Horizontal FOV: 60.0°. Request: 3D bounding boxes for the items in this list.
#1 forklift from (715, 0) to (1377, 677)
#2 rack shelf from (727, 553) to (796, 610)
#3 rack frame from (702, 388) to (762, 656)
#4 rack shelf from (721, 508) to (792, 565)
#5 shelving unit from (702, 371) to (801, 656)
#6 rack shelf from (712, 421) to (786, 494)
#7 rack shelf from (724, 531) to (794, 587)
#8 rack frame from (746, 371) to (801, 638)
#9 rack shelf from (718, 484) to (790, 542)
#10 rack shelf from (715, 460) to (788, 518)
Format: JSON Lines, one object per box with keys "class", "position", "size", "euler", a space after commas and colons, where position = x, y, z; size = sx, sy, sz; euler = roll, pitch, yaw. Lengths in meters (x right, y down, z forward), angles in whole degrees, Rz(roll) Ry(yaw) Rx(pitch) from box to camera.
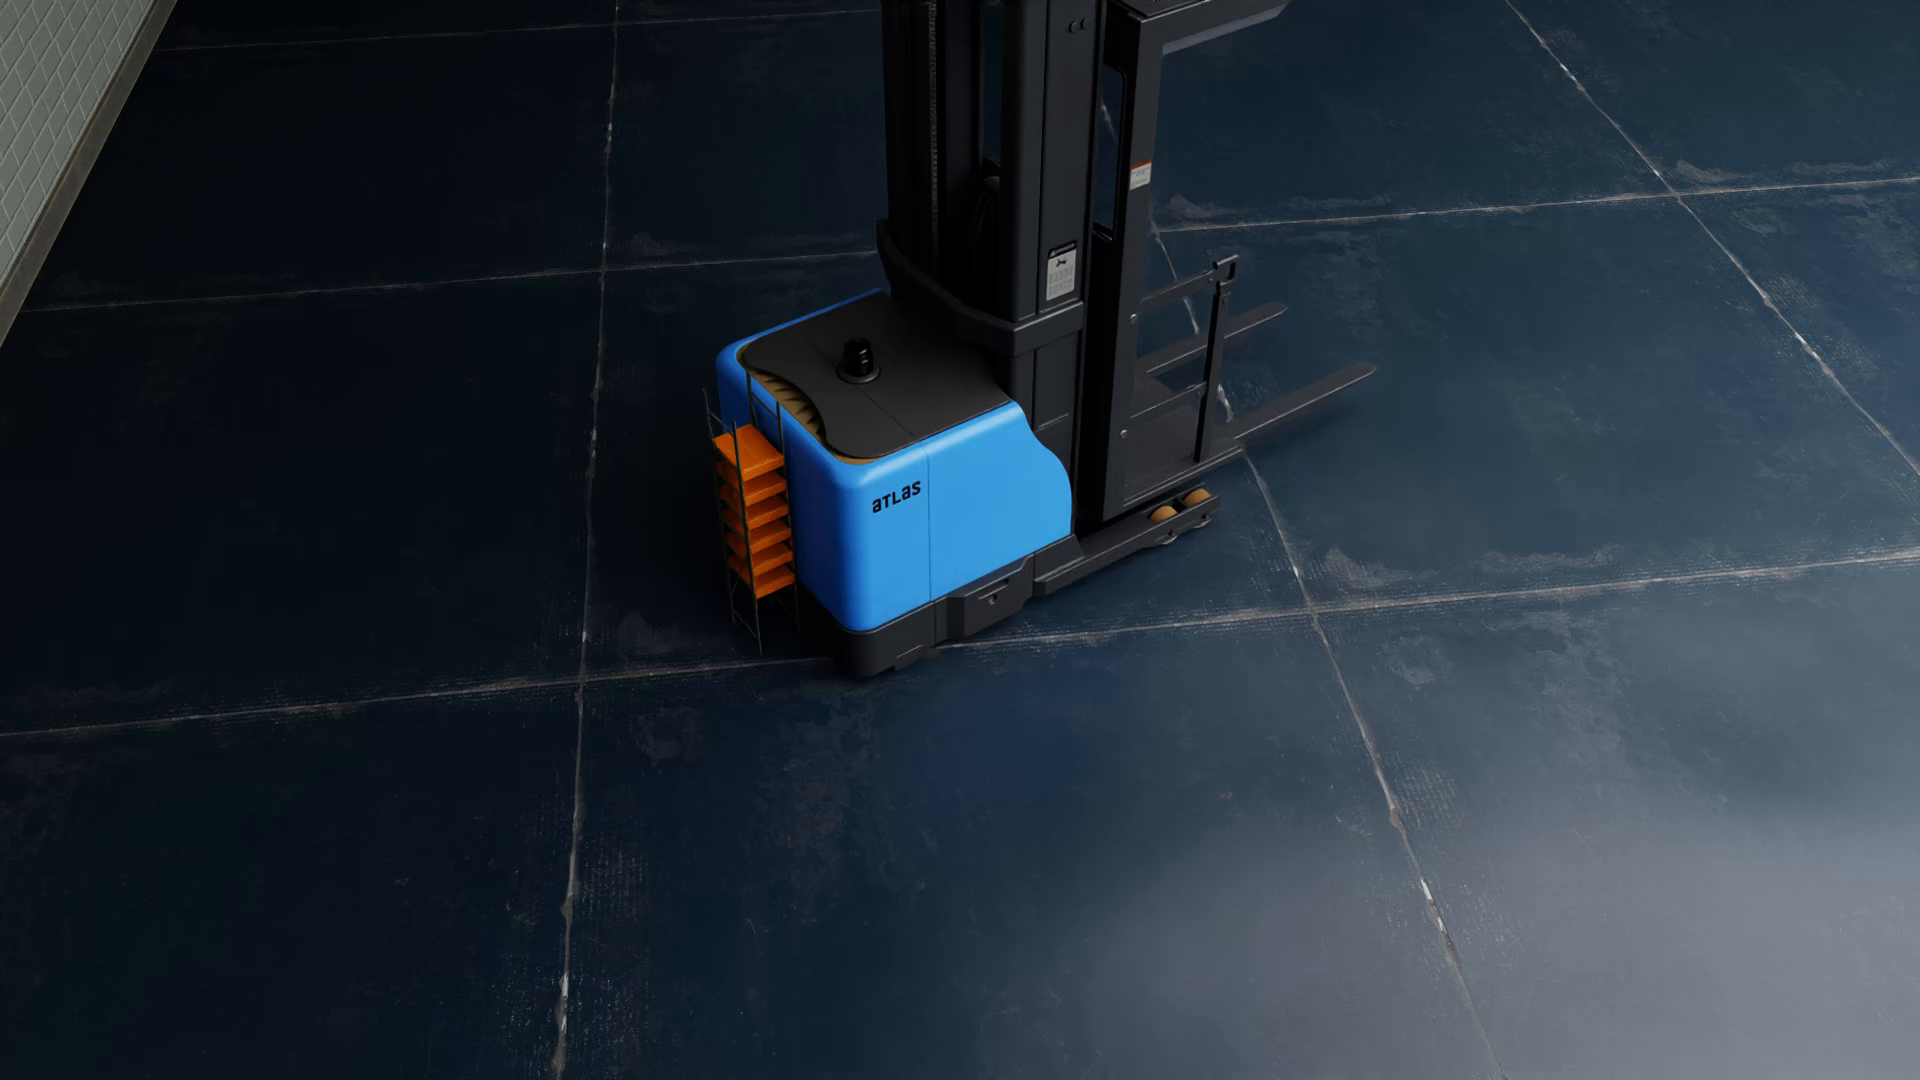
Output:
{"class": "forklift", "position": [0.531, -1.337, 6.543], "size": [3.031, 2.935, 1.130], "euler": [-25, 48, -25]}
{"class": "rack shelf", "position": [-0.796, 0.134, 6.630], "size": [0.180, 0.103, 0.258], "euler": [-25, 48, -25]}
{"class": "rack frame", "position": [-0.871, -0.042, 6.401], "size": [0.006, 1.200, 0.240], "euler": [-25, 48, -25]}
{"class": "rack shelf", "position": [-0.796, -0.044, 6.469], "size": [0.180, 0.103, 0.258], "euler": [-25, 48, -25]}
{"class": "shelving unit", "position": [-0.796, -0.077, 6.440], "size": [0.189, 1.200, 0.258], "euler": [-25, 48, -25]}
{"class": "rack shelf", "position": [-0.796, -0.311, 6.228], "size": [0.180, 0.103, 0.258], "euler": [-25, 48, -25]}
{"class": "rack shelf", "position": [-0.796, 0.045, 6.550], "size": [0.180, 0.103, 0.258], "euler": [-25, 48, -25]}
{"class": "rack frame", "position": [-0.721, -0.112, 6.478], "size": [0.006, 1.200, 0.240], "euler": [-25, 48, -25]}
{"class": "rack shelf", "position": [-0.796, -0.133, 6.389], "size": [0.180, 0.103, 0.258], "euler": [-25, 48, -25]}
{"class": "rack shelf", "position": [-0.796, -0.222, 6.309], "size": [0.180, 0.103, 0.258], "euler": [-25, 48, -25]}
